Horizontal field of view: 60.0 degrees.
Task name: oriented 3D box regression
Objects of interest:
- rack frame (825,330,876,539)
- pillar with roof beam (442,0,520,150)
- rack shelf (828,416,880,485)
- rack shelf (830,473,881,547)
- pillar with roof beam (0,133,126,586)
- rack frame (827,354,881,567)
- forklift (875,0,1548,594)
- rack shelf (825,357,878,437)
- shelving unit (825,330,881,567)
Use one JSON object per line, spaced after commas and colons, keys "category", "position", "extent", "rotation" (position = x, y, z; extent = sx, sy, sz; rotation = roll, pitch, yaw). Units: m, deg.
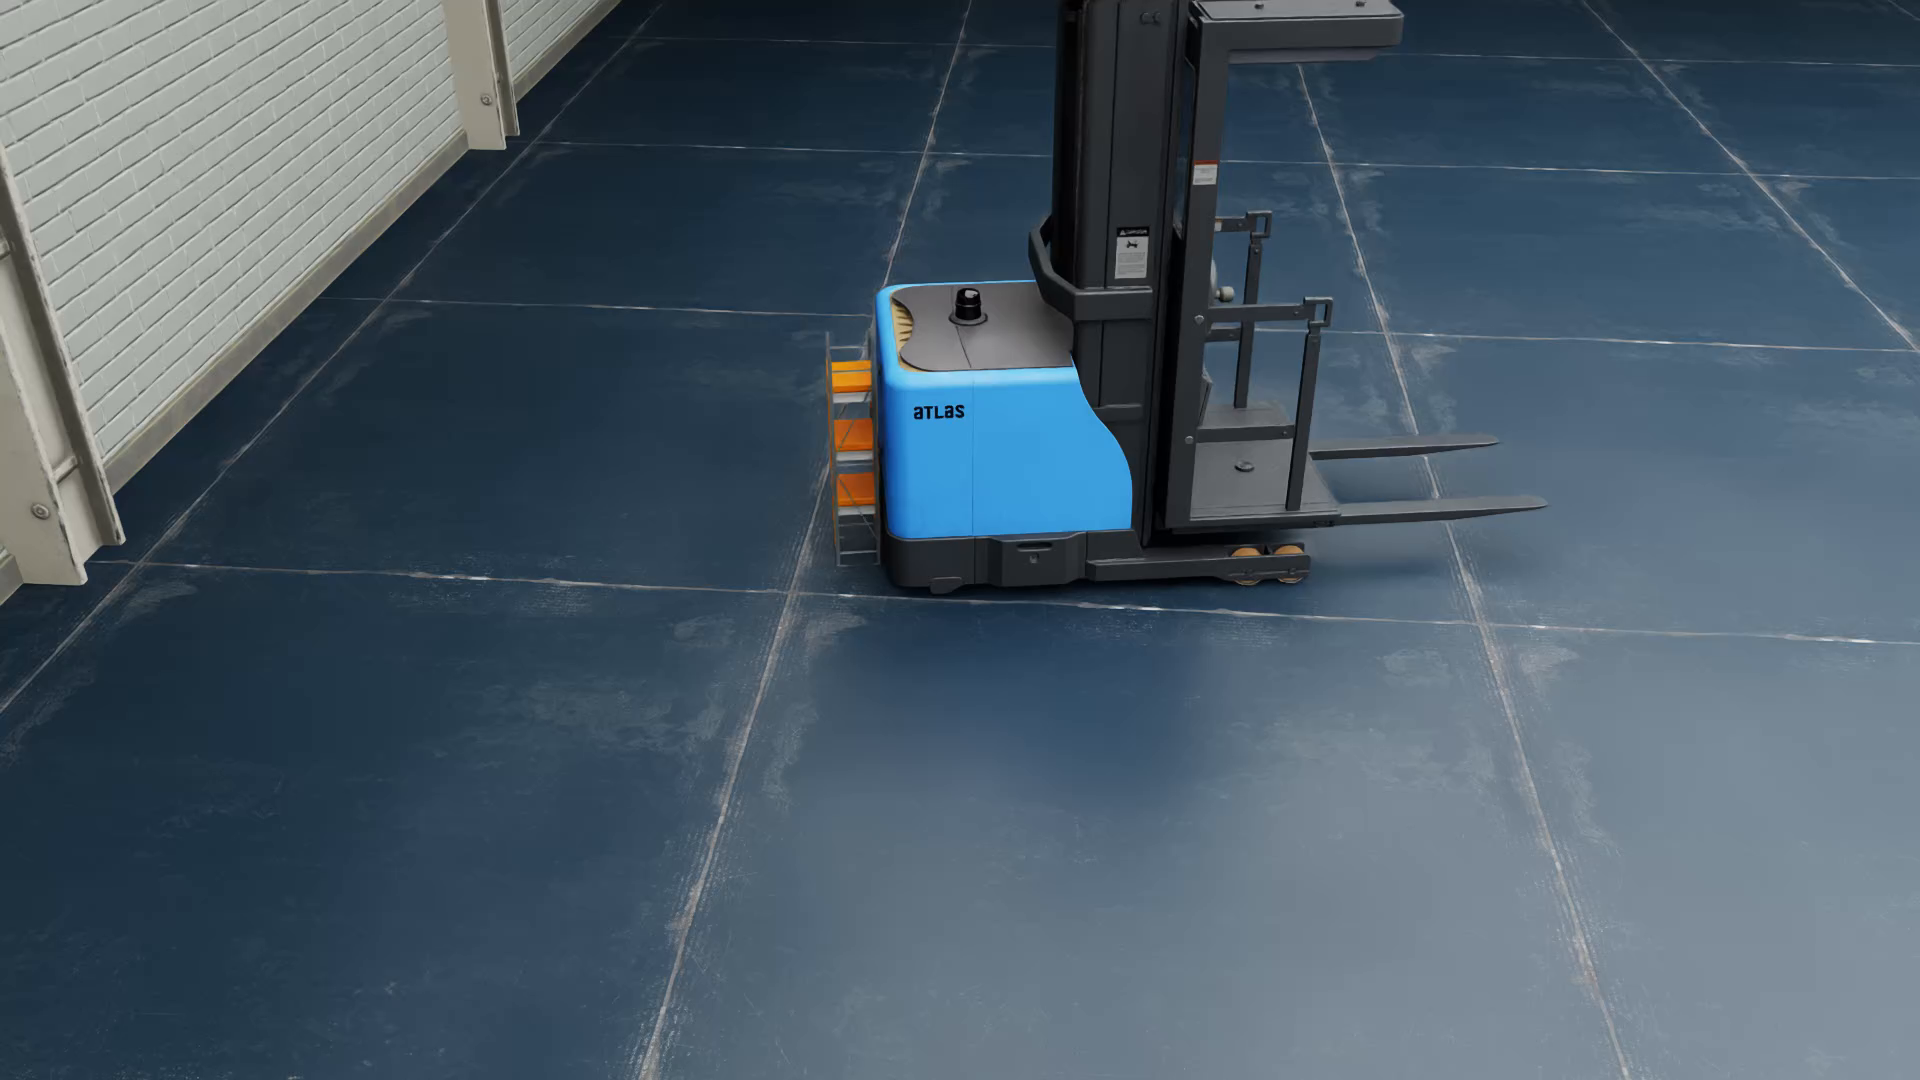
{"category": "rack frame", "position": [-0.485, -0.457, 7.491], "extent": [0.200, 1.050, 0.008], "rotation": [-3, 32, -5]}
{"category": "pillar with roof beam", "position": [0.724, -6.692, 10.031], "extent": [9.100, 9.000, 0.400], "rotation": [2, 32, 4]}
{"category": "rack shelf", "position": [-0.472, -0.385, 7.394], "extent": [0.215, 0.259, 0.240], "rotation": [-3, 32, -5]}
{"category": "rack shelf", "position": [-0.472, -0.148, 7.539], "extent": [0.215, 0.259, 0.240], "rotation": [-3, 32, -5]}
{"category": "pillar with roof beam", "position": [0.235, -3.554, 4.940], "extent": [9.100, 9.000, 0.400], "rotation": [2, 32, 4]}
{"category": "rack frame", "position": [-0.460, -0.330, 7.285], "extent": [0.200, 1.050, 0.008], "rotation": [-3, 32, -5]}
{"category": "forklift", "position": [1.148, -1.320, 7.099], "extent": [3.031, 2.935, 1.130], "rotation": [-3, 32, -4]}
{"category": "rack shelf", "position": [-0.472, -0.626, 7.245], "extent": [0.215, 0.259, 0.240], "rotation": [-3, 32, -5]}
{"category": "shelving unit", "position": [-0.472, -0.394, 7.388], "extent": [0.215, 1.050, 0.252], "rotation": [-3, 32, -5]}
